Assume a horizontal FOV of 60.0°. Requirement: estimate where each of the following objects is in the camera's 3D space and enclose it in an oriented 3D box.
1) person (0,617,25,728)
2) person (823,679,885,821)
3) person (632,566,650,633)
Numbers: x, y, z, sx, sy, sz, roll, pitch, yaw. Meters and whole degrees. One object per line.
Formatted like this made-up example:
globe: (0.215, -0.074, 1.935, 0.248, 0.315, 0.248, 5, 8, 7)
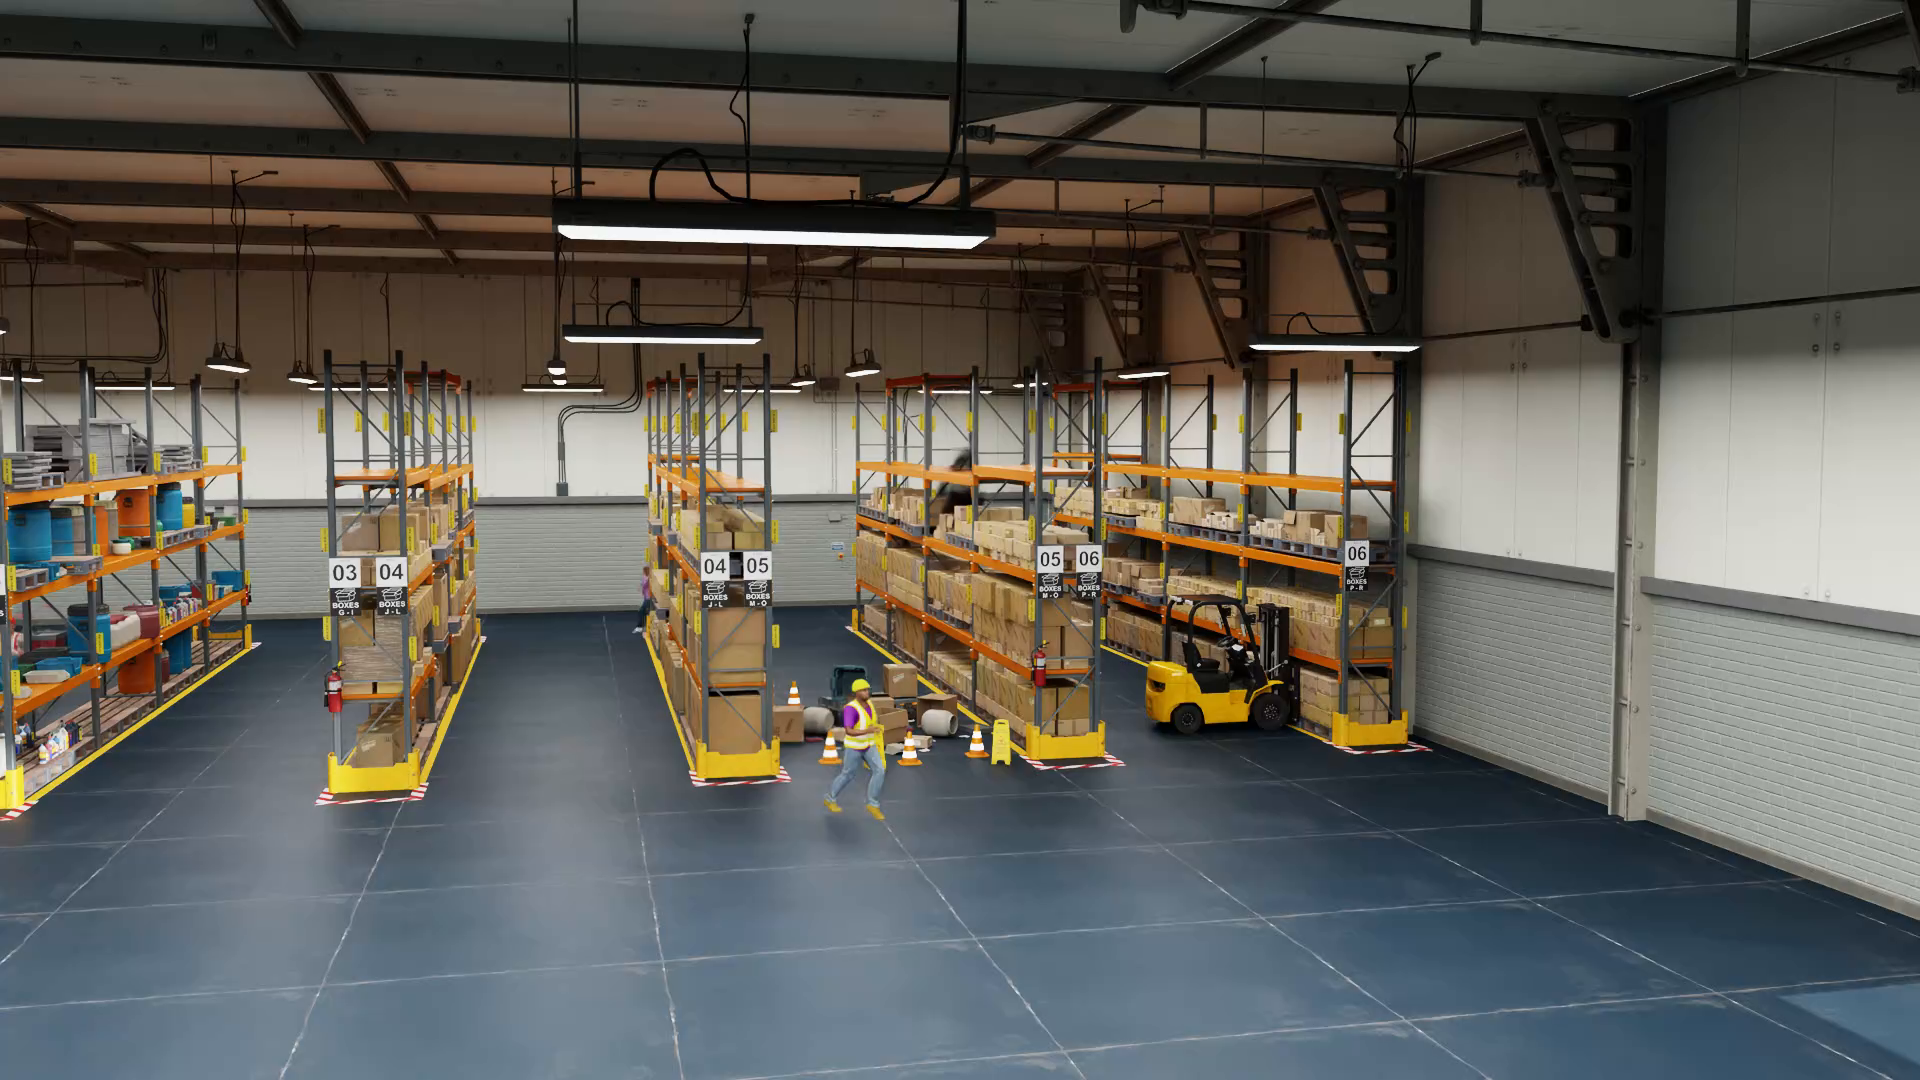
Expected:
person: (-15.818, 2.187, 27.683, 0.633, 1.845, 0.733, -1, 4, -12)
person: (-1.294, 2.654, 21.134, 0.905, 1.812, 0.710, 3, 5, 36)
person: (-7.470, 1.419, 40.051, 0.871, 1.594, 0.575, -1, 4, -20)
